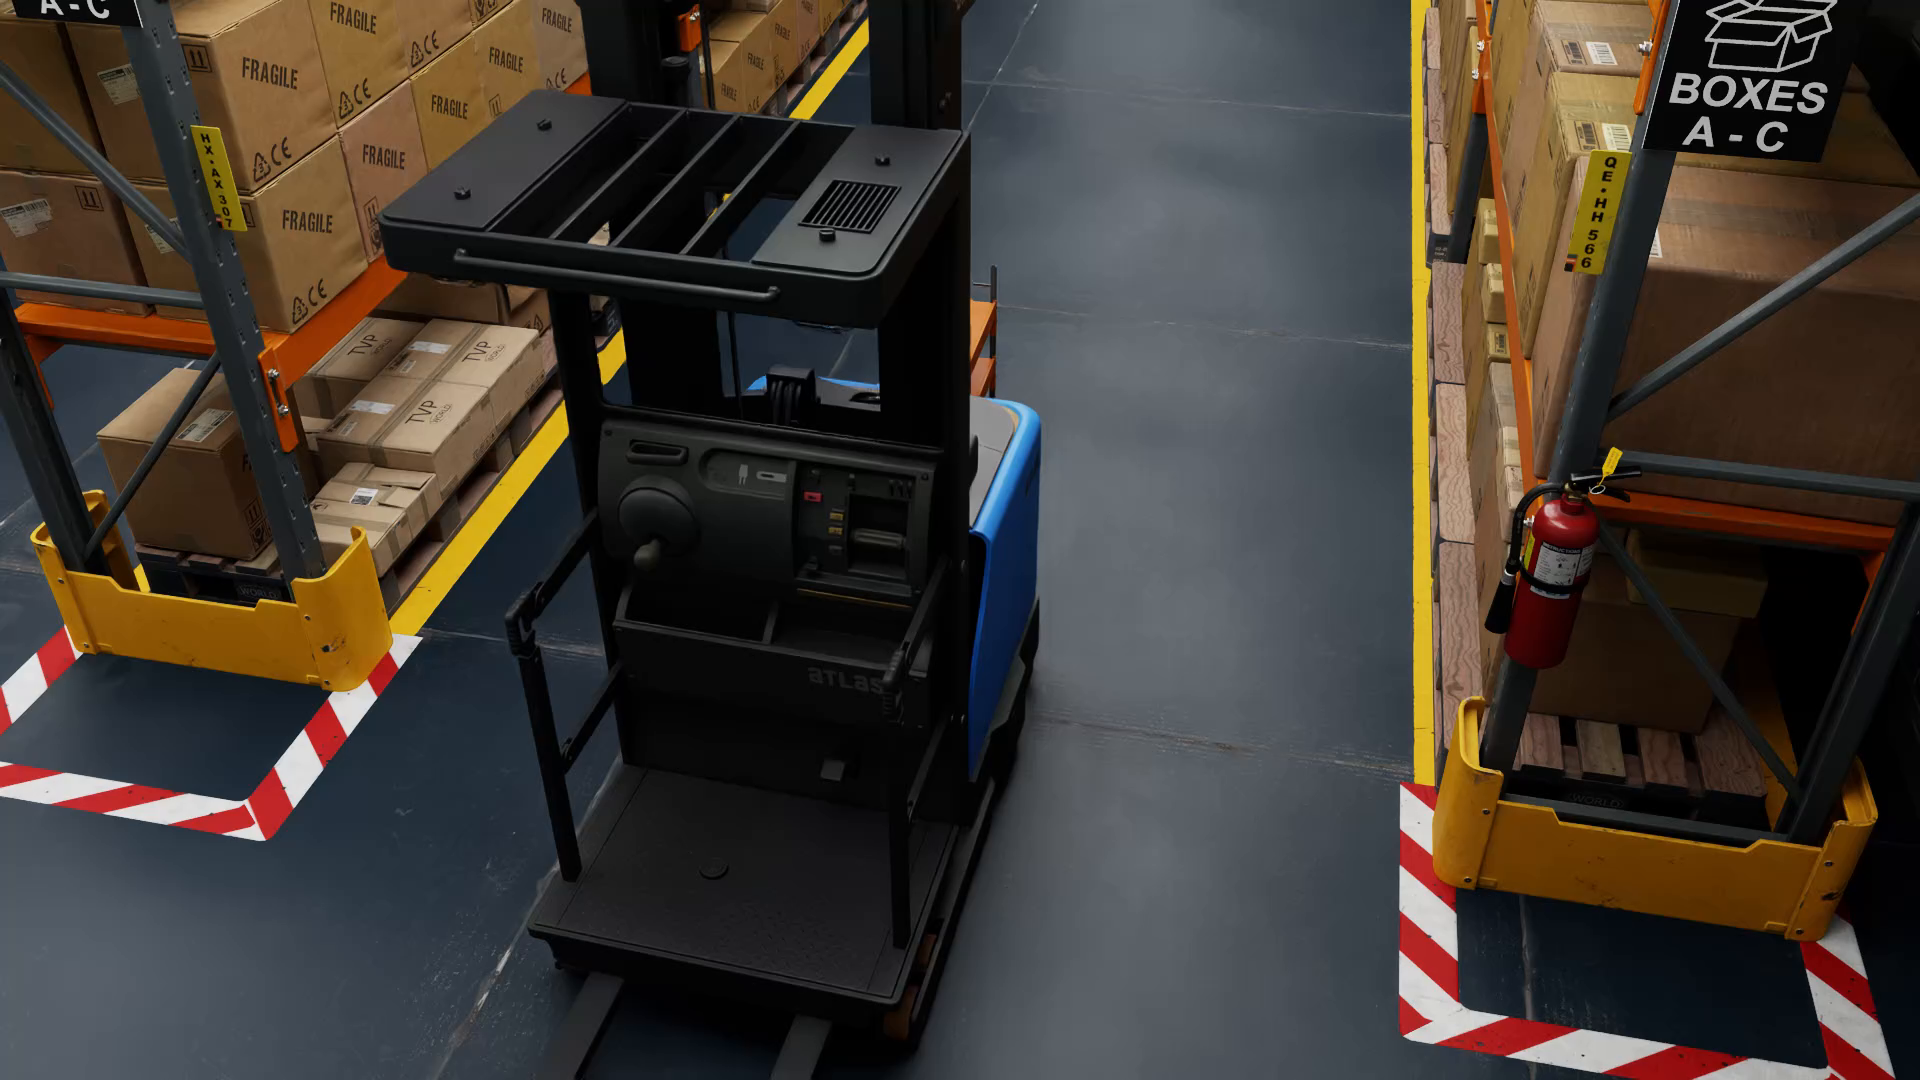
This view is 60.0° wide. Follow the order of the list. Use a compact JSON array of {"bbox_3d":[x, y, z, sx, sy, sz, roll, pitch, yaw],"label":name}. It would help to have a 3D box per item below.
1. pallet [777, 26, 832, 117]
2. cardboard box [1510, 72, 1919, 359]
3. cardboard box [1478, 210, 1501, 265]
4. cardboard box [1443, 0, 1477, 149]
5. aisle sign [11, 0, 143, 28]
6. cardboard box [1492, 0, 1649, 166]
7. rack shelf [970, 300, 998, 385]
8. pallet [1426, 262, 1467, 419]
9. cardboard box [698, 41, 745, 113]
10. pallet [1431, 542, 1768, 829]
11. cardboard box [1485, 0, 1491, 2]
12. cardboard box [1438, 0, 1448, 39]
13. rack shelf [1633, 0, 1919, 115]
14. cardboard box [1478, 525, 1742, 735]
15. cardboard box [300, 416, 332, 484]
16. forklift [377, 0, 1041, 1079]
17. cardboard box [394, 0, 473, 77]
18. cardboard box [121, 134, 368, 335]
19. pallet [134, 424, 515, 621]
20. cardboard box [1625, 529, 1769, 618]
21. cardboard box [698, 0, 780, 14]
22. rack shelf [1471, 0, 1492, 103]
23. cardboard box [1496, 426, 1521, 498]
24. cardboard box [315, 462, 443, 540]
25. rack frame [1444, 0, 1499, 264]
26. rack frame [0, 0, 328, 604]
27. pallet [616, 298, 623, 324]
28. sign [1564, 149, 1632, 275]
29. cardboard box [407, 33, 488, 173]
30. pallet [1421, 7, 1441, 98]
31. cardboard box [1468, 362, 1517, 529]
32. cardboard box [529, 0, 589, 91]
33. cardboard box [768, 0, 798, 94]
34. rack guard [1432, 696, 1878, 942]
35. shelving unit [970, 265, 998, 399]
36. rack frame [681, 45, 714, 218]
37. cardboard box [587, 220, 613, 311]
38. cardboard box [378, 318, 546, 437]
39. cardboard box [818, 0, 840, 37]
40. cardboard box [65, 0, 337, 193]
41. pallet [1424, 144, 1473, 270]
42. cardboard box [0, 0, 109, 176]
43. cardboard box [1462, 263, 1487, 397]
[{"bbox_3d":[-1.481,-3.124,10.880,1.003,0.211,1.213,7,37,10],"label":"pallet"},{"bbox_3d":[2.353,-1.002,5.321,0.980,0.700,0.700,7,37,10],"label":"cardboard box"},{"bbox_3d":[2.453,-1.293,7.197,0.380,0.149,0.250,8,37,12],"label":"cardboard box"},{"bbox_3d":[3.163,-2.660,9.338,0.750,0.750,0.750,8,37,11],"label":"cardboard box"},{"bbox_3d":[-2.458,-1.764,4.412,0.394,0.787,0.004,7,37,10],"label":"aisle sign"},{"bbox_3d":[2.671,-1.856,6.500,0.980,0.700,0.700,6,36,9],"label":"cardboard box"},{"bbox_3d":[-0.035,-0.709,6.036,0.258,0.148,0.480,7,37,10],"label":"rack shelf"},{"bbox_3d":[2.725,-0.906,7.821,1.003,0.211,1.213,7,37,10],"label":"pallet"},{"bbox_3d":[-1.535,-2.493,9.389,0.500,0.500,0.500,6,36,8],"label":"cardboard box"},{"bbox_3d":[2.204,0.493,5.891,1.003,0.211,1.213,7,37,10],"label":"pallet"},{"bbox_3d":[2.790,-2.745,8.178,0.380,0.149,0.250,8,37,11],"label":"cardboard box"},{"bbox_3d":[3.533,-3.649,10.703,0.750,0.750,0.750,7,36,9],"label":"cardboard box"},{"bbox_3d":[2.537,-2.238,5.339,1.077,0.370,4.000,7,37,10],"label":"rack shelf"},{"bbox_3d":[2.161,0.260,5.608,0.700,0.500,0.500,7,37,10],"label":"cardboard box"},{"bbox_3d":[-2.681,-0.382,6.760,0.380,0.166,0.250,7,37,10],"label":"cardboard box"},{"bbox_3d":[-0.575,-0.006,4.261,1.130,2.935,3.031,9,37,12],"label":"forklift"},{"bbox_3d":[-2.162,-2.041,6.072,0.500,0.500,0.500,8,37,11],"label":"cardboard box"},{"bbox_3d":[-2.378,-1.049,5.556,0.500,0.500,0.500,8,37,11],"label":"cardboard box"},{"bbox_3d":[-2.545,-0.159,6.789,1.003,0.211,1.213,7,37,10],"label":"pallet"},{"bbox_3d":[2.330,0.094,5.284,0.380,0.149,0.250,8,37,10],"label":"cardboard box"},{"bbox_3d":[-1.321,-3.370,9.960,0.500,0.250,0.500,7,37,10],"label":"cardboard box"},{"bbox_3d":[3.391,-3.317,9.383,1.077,0.370,4.000,7,37,10],"label":"rack shelf"},{"bbox_3d":[2.065,-0.246,5.753,0.380,0.149,0.250,8,37,11],"label":"cardboard box"},{"bbox_3d":[-2.252,-0.158,6.452,0.380,0.166,0.250,7,37,10],"label":"cardboard box"},{"bbox_3d":[2.964,-2.462,7.590,1.000,3.000,0.127,7,37,10],"label":"rack frame"},{"bbox_3d":[-2.731,-0.787,5.280,1.000,3.000,0.127,7,37,10],"label":"rack frame"},{"bbox_3d":[-2.024,-1.558,8.719,1.003,0.211,1.213,7,37,10],"label":"pallet"},{"bbox_3d":[1.582,-0.809,4.122,0.100,0.325,0.005,7,37,10],"label":"sign"},{"bbox_3d":[-2.163,-1.633,6.362,0.500,0.500,0.500,7,37,10],"label":"cardboard box"},{"bbox_3d":[3.576,-3.183,10.962,1.003,0.211,1.213,7,37,10],"label":"pallet"},{"bbox_3d":[2.375,-0.315,6.401,0.700,0.500,0.500,6,36,8],"label":"cardboard box"},{"bbox_3d":[-1.949,-2.212,7.160,0.500,0.500,0.500,8,37,11],"label":"cardboard box"},{"bbox_3d":[-1.318,-3.086,10.207,0.500,0.500,0.500,8,37,11],"label":"cardboard box"},{"bbox_3d":[2.104,0.858,5.141,1.175,0.500,0.348,7,37,10],"label":"rack guard"},{"bbox_3d":[-0.035,-0.391,6.267,0.258,1.200,0.503,7,37,10],"label":"shelving unit"},{"bbox_3d":[-1.876,-3.080,8.444,1.000,3.000,0.127,7,37,10],"label":"rack frame"},{"bbox_3d":[-1.881,-1.378,8.011,0.500,0.311,0.500,7,37,10],"label":"cardboard box"},{"bbox_3d":[-2.124,-0.701,7.130,0.500,0.250,0.500,7,37,10],"label":"cardboard box"},{"bbox_3d":[-1.103,-3.677,11.023,0.500,0.500,0.500,6,36,8],"label":"cardboard box"},{"bbox_3d":[-2.378,-1.454,5.263,0.500,0.500,0.500,8,37,11],"label":"cardboard box"},{"bbox_3d":[3.055,-1.784,9.032,1.003,0.211,1.213,7,37,10],"label":"pallet"},{"bbox_3d":[-2.904,-1.522,5.357,0.500,0.500,0.500,7,37,10],"label":"cardboard box"},{"bbox_3d":[2.593,-0.916,7.230,0.700,0.500,0.500,7,37,9],"label":"cardboard box"}]
